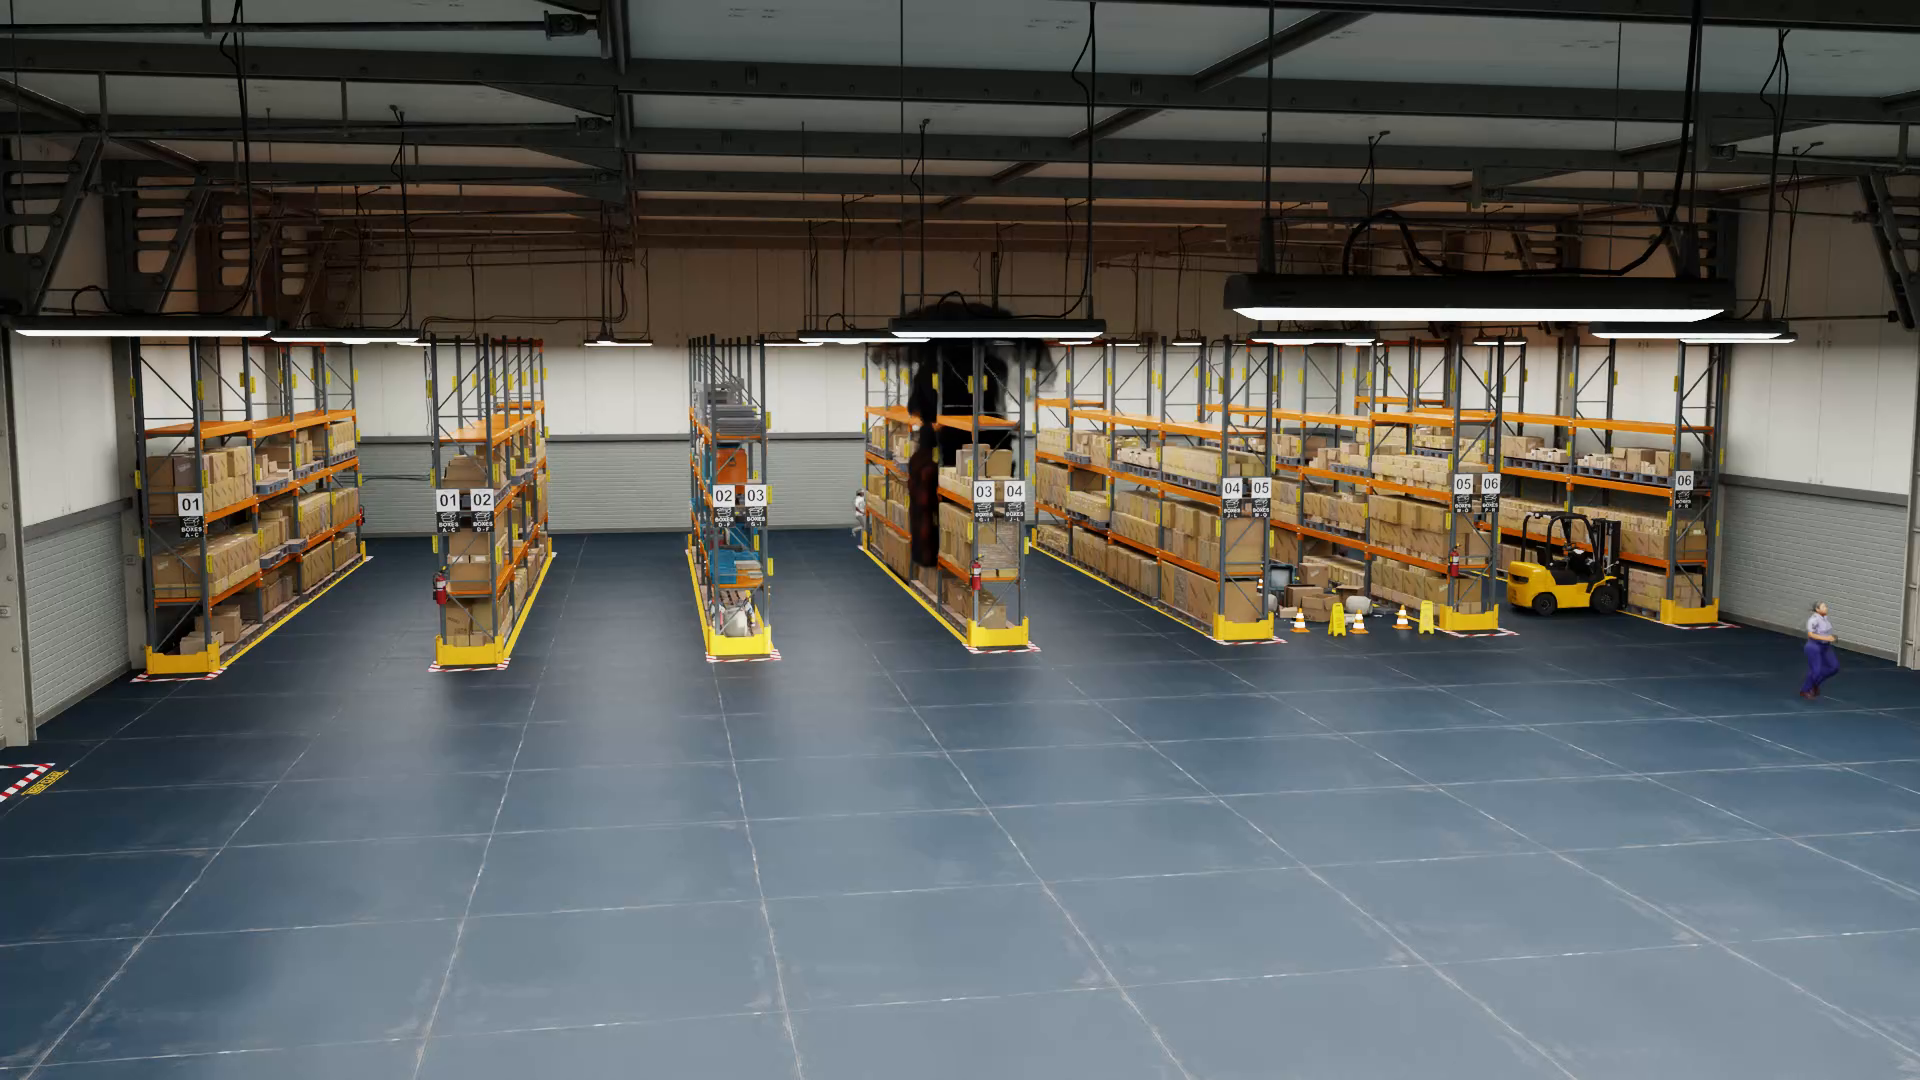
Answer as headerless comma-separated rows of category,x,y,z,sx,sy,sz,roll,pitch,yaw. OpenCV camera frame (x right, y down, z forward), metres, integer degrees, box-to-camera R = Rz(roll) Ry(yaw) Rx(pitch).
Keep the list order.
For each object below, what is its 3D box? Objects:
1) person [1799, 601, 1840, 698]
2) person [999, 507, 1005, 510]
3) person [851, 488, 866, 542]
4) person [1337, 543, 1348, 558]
person,14.083,1.799,27.222,0.661,1.617,0.570,-5,8,-38
person,1.249,-0.679,48.320,0.658,1.835,0.754,0,7,3
person,-2.959,-0.729,49.262,0.546,1.657,0.531,1,7,7
person,10.302,-0.235,44.722,0.670,1.690,0.563,-1,7,-10
